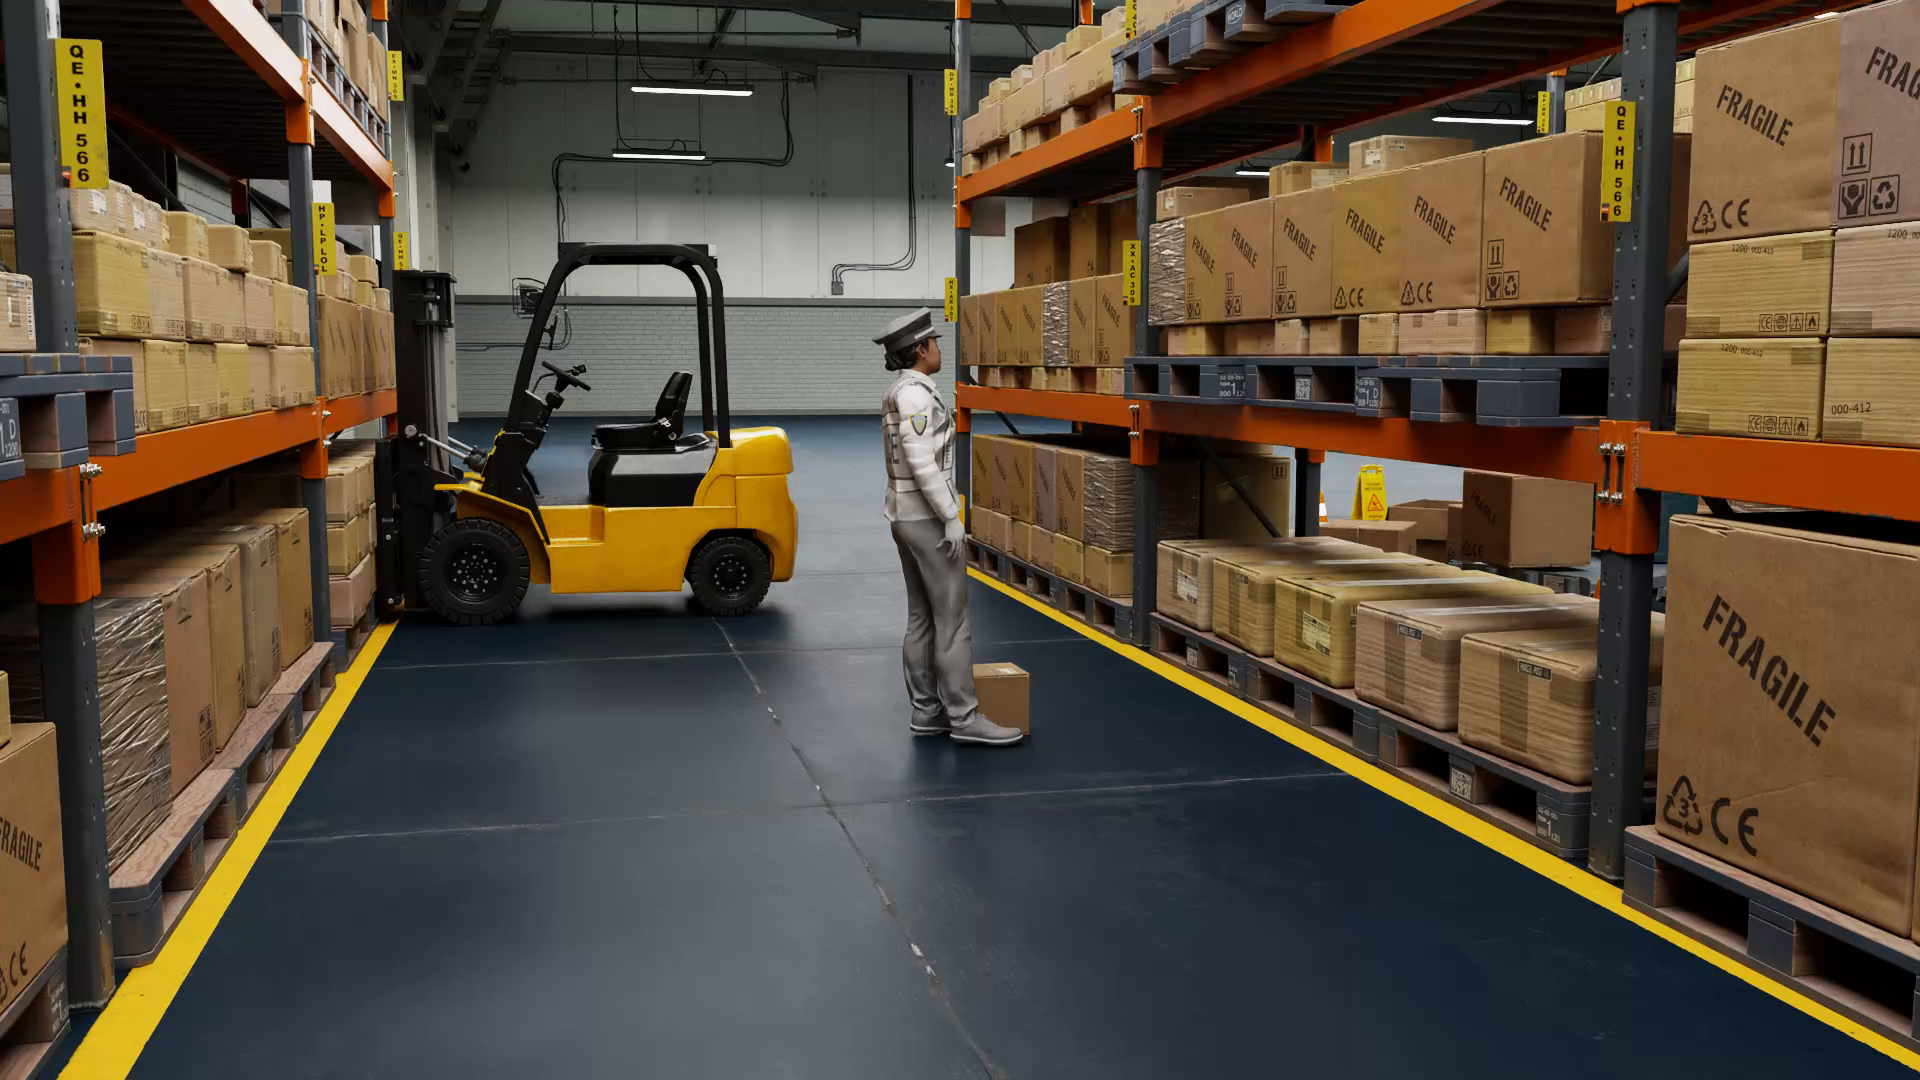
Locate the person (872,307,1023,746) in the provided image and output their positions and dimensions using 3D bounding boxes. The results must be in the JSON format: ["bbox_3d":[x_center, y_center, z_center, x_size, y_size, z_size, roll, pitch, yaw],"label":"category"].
[{"bbox_3d":[-0.068,-0.070,6.585,0.531,1.695,0.586,-2,6,-14],"label":"person"}]
